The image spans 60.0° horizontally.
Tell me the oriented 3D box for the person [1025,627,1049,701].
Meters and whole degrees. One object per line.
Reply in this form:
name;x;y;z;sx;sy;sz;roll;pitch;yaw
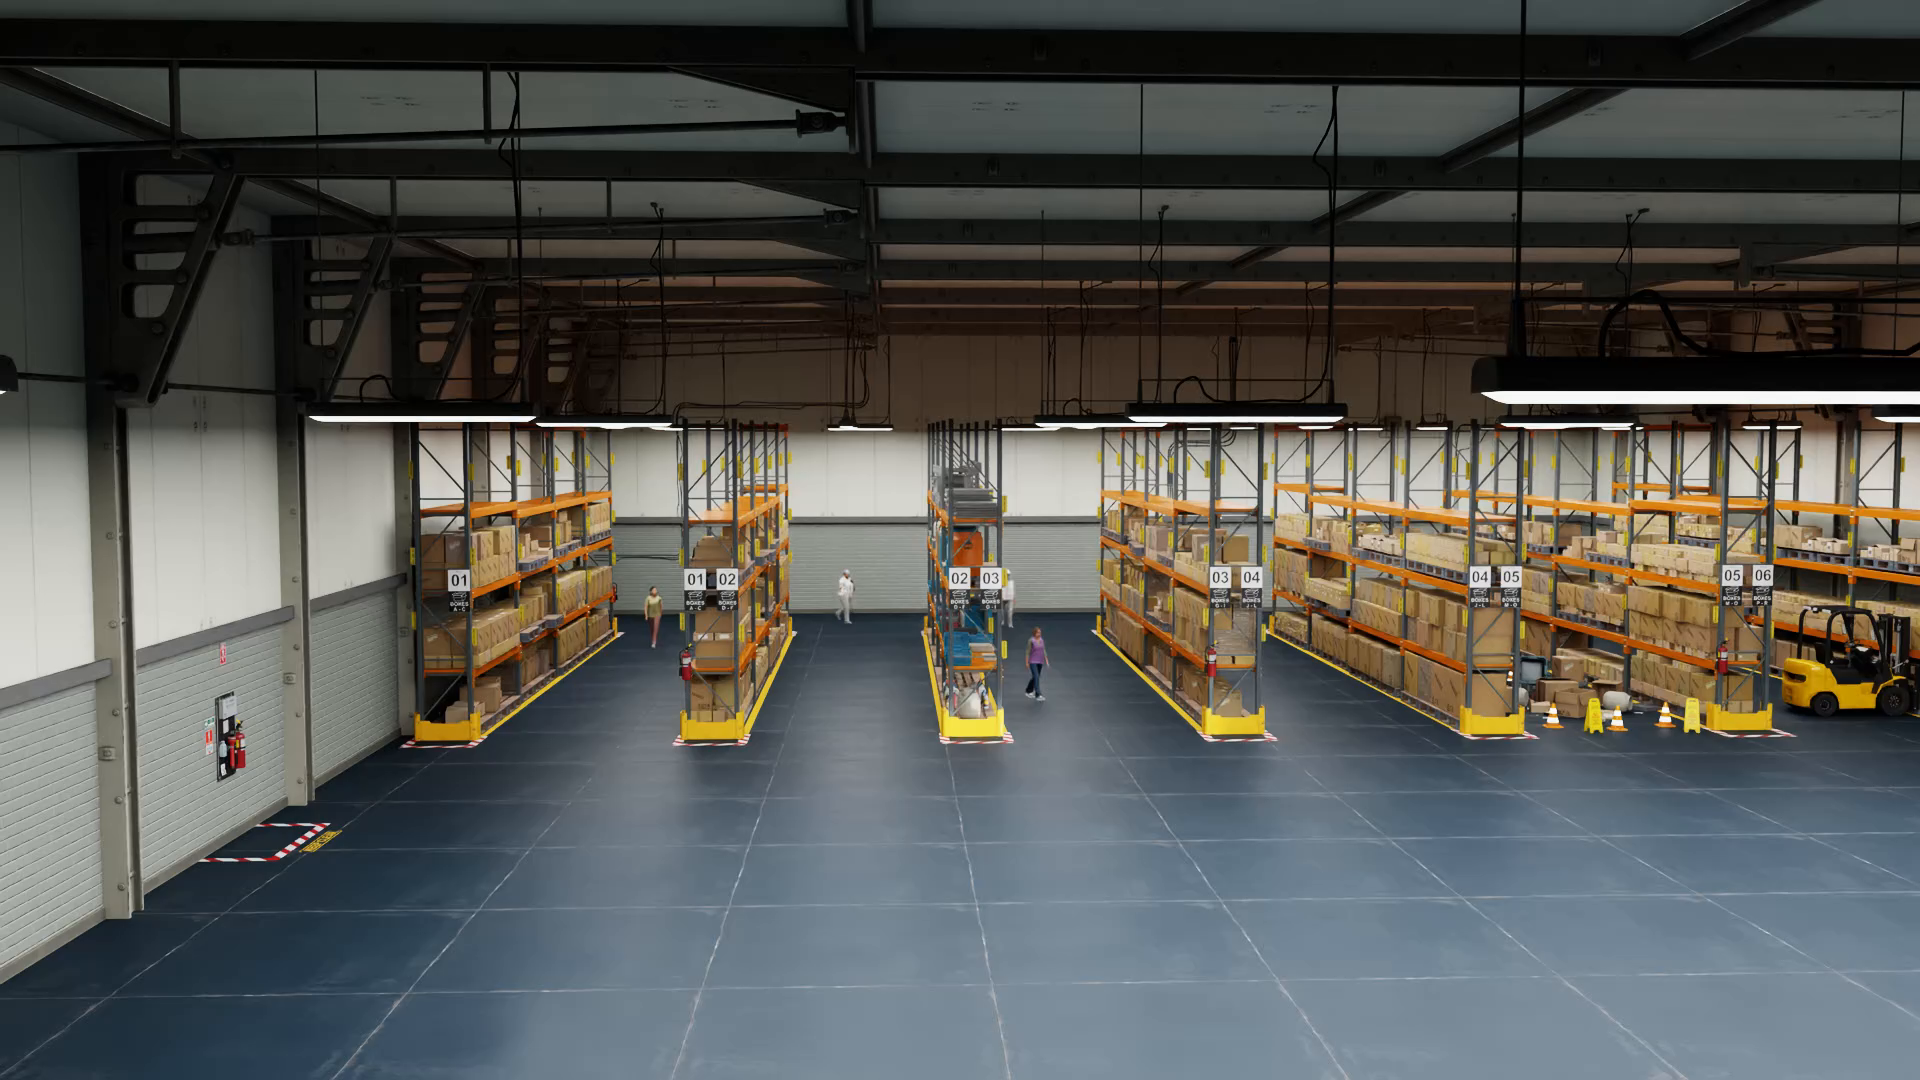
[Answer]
person;1.663;2.647;35.650;0.451;1.561;0.864;-3;5;-39

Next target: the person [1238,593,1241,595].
person;8.631;1.666;49.736;0.572;1.710;1.086;2;4;26

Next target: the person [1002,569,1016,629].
person;1.363;1.726;48.935;0.586;1.720;1.084;0;4;-6

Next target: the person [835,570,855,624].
person;-3.493;1.691;50.096;0.805;1.627;0.494;2;4;34

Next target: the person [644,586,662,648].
person;-8.236;2.044;44.536;0.423;1.602;1.060;0;4;1
